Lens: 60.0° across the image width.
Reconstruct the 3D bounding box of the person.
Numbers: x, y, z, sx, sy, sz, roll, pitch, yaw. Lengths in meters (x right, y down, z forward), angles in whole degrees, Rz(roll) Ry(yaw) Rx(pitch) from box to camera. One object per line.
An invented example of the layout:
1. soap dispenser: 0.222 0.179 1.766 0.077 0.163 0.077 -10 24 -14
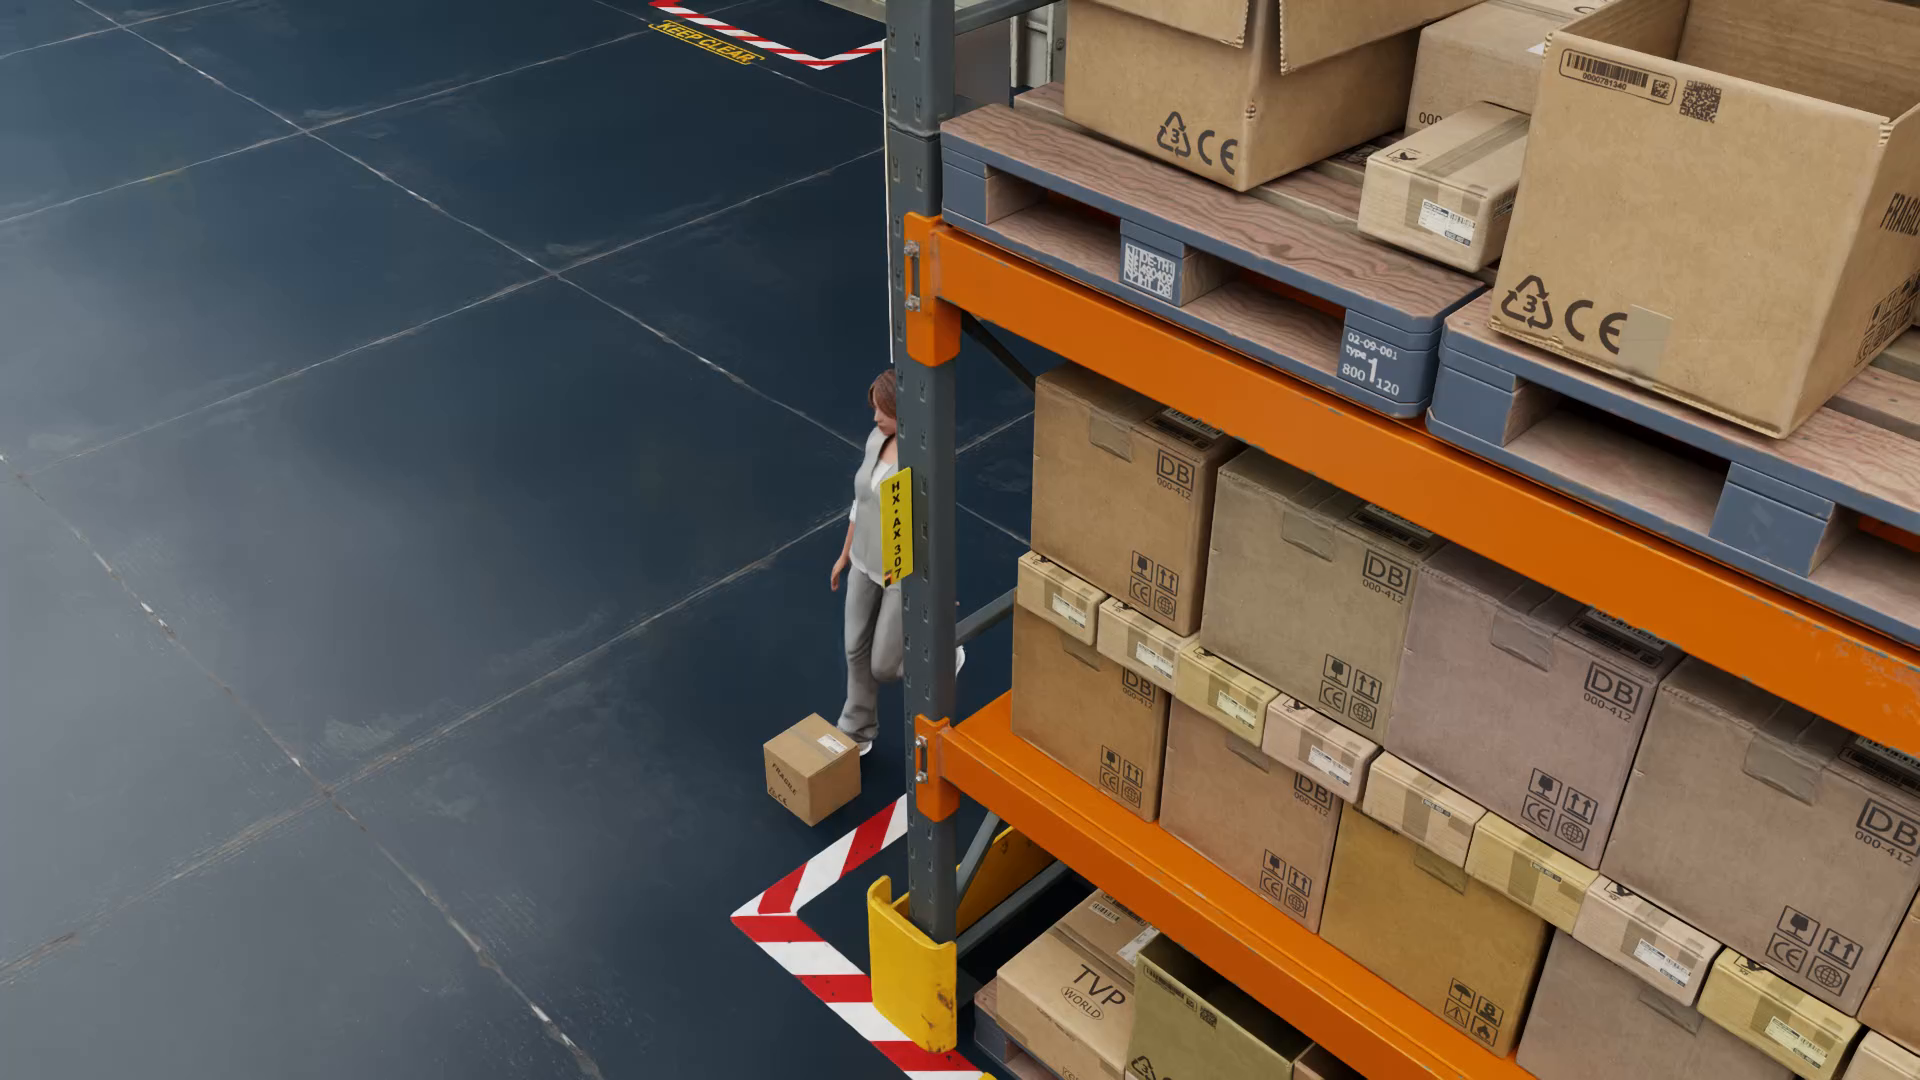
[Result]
1. person: -0.277 0.141 5.999 0.694 1.563 0.453 -28 45 -33
